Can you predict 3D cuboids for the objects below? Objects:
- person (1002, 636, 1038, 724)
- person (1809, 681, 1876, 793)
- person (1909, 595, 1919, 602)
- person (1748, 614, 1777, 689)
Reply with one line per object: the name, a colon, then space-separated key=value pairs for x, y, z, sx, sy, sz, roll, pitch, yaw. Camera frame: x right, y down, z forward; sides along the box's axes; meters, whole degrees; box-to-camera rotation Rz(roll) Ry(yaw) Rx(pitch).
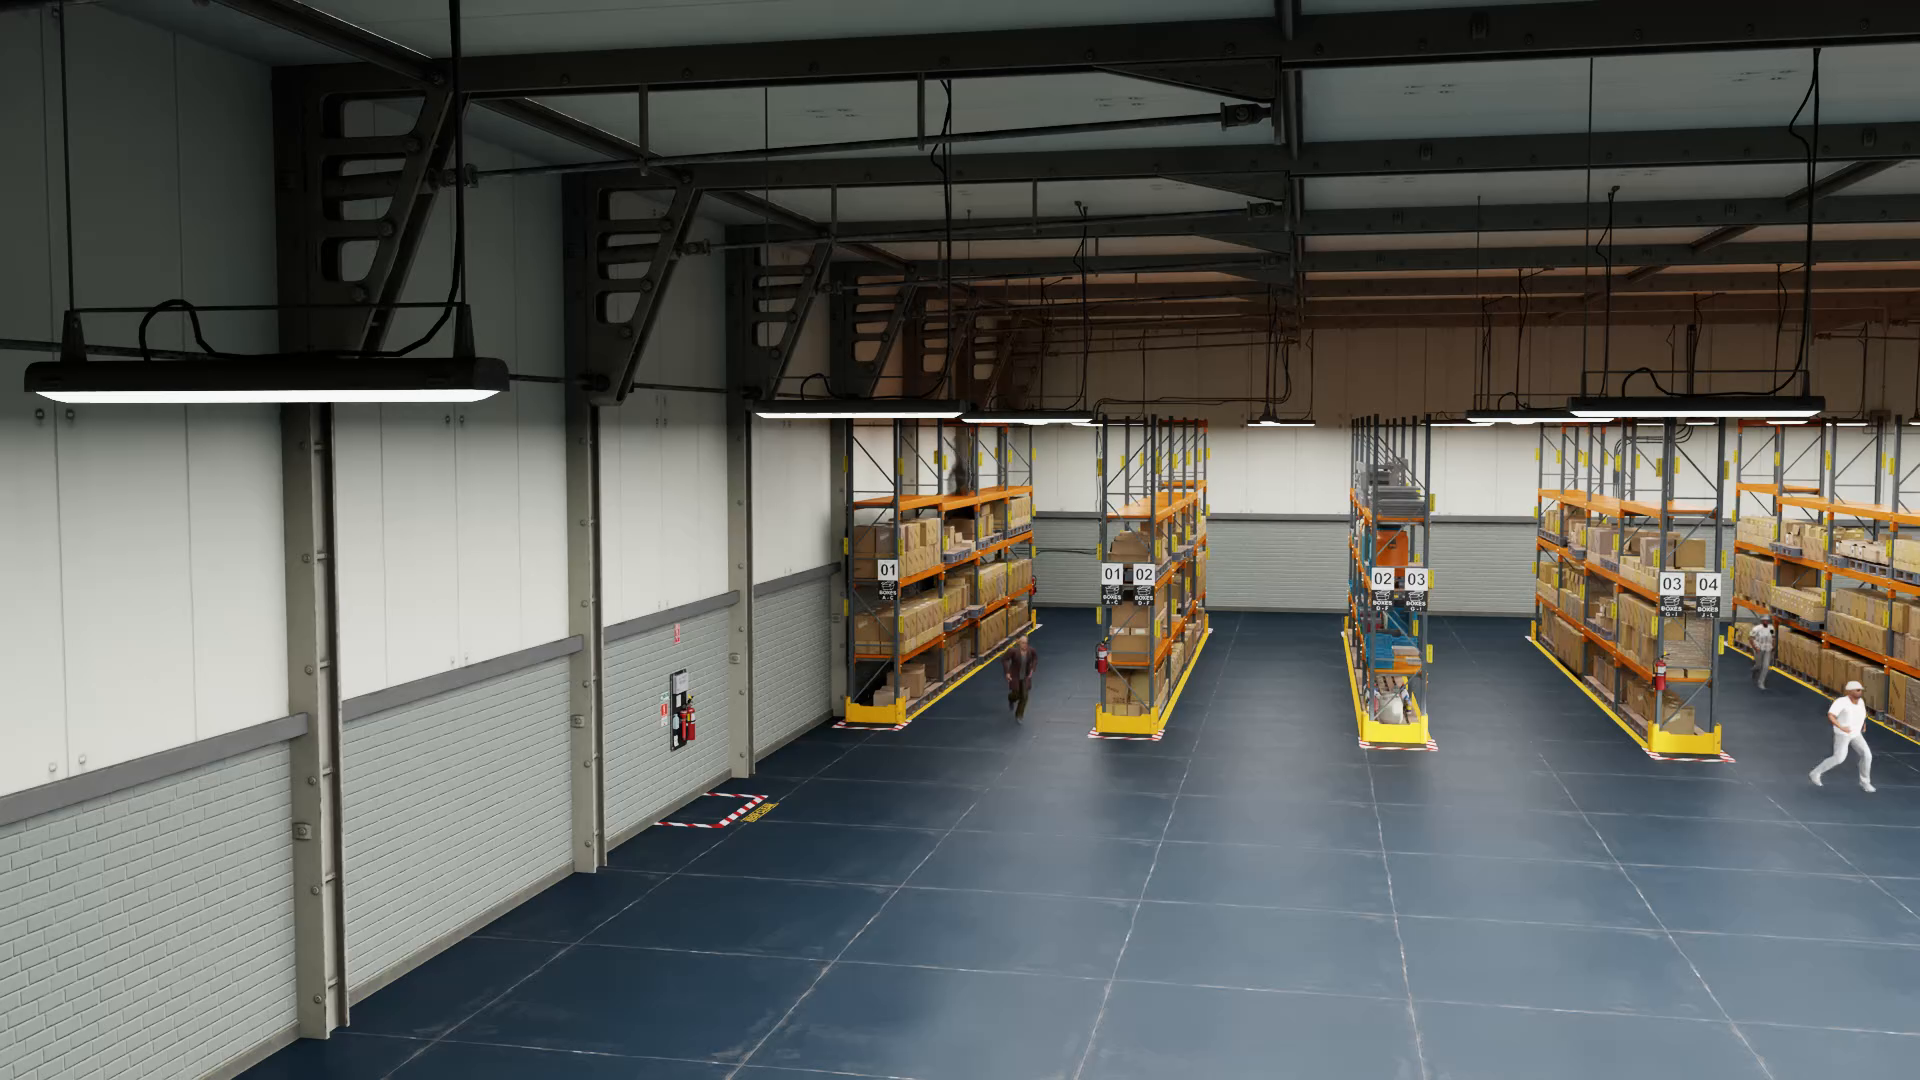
person: x=1.151 y=2.716 z=32.668 sx=0.712 sy=1.726 sz=0.888 roll=-1 pitch=4 yaw=-19
person: x=14.092 y=3.110 z=26.428 sx=0.921 sy=1.760 sz=0.757 roll=-2 pitch=4 yaw=-24
person: x=25.977 y=1.875 z=45.067 sx=0.670 sy=1.738 sz=0.640 roll=0 pitch=4 yaw=-2
person: x=17.819 y=2.448 z=36.921 sx=0.598 sy=1.672 sz=0.686 roll=0 pitch=4 yaw=5
